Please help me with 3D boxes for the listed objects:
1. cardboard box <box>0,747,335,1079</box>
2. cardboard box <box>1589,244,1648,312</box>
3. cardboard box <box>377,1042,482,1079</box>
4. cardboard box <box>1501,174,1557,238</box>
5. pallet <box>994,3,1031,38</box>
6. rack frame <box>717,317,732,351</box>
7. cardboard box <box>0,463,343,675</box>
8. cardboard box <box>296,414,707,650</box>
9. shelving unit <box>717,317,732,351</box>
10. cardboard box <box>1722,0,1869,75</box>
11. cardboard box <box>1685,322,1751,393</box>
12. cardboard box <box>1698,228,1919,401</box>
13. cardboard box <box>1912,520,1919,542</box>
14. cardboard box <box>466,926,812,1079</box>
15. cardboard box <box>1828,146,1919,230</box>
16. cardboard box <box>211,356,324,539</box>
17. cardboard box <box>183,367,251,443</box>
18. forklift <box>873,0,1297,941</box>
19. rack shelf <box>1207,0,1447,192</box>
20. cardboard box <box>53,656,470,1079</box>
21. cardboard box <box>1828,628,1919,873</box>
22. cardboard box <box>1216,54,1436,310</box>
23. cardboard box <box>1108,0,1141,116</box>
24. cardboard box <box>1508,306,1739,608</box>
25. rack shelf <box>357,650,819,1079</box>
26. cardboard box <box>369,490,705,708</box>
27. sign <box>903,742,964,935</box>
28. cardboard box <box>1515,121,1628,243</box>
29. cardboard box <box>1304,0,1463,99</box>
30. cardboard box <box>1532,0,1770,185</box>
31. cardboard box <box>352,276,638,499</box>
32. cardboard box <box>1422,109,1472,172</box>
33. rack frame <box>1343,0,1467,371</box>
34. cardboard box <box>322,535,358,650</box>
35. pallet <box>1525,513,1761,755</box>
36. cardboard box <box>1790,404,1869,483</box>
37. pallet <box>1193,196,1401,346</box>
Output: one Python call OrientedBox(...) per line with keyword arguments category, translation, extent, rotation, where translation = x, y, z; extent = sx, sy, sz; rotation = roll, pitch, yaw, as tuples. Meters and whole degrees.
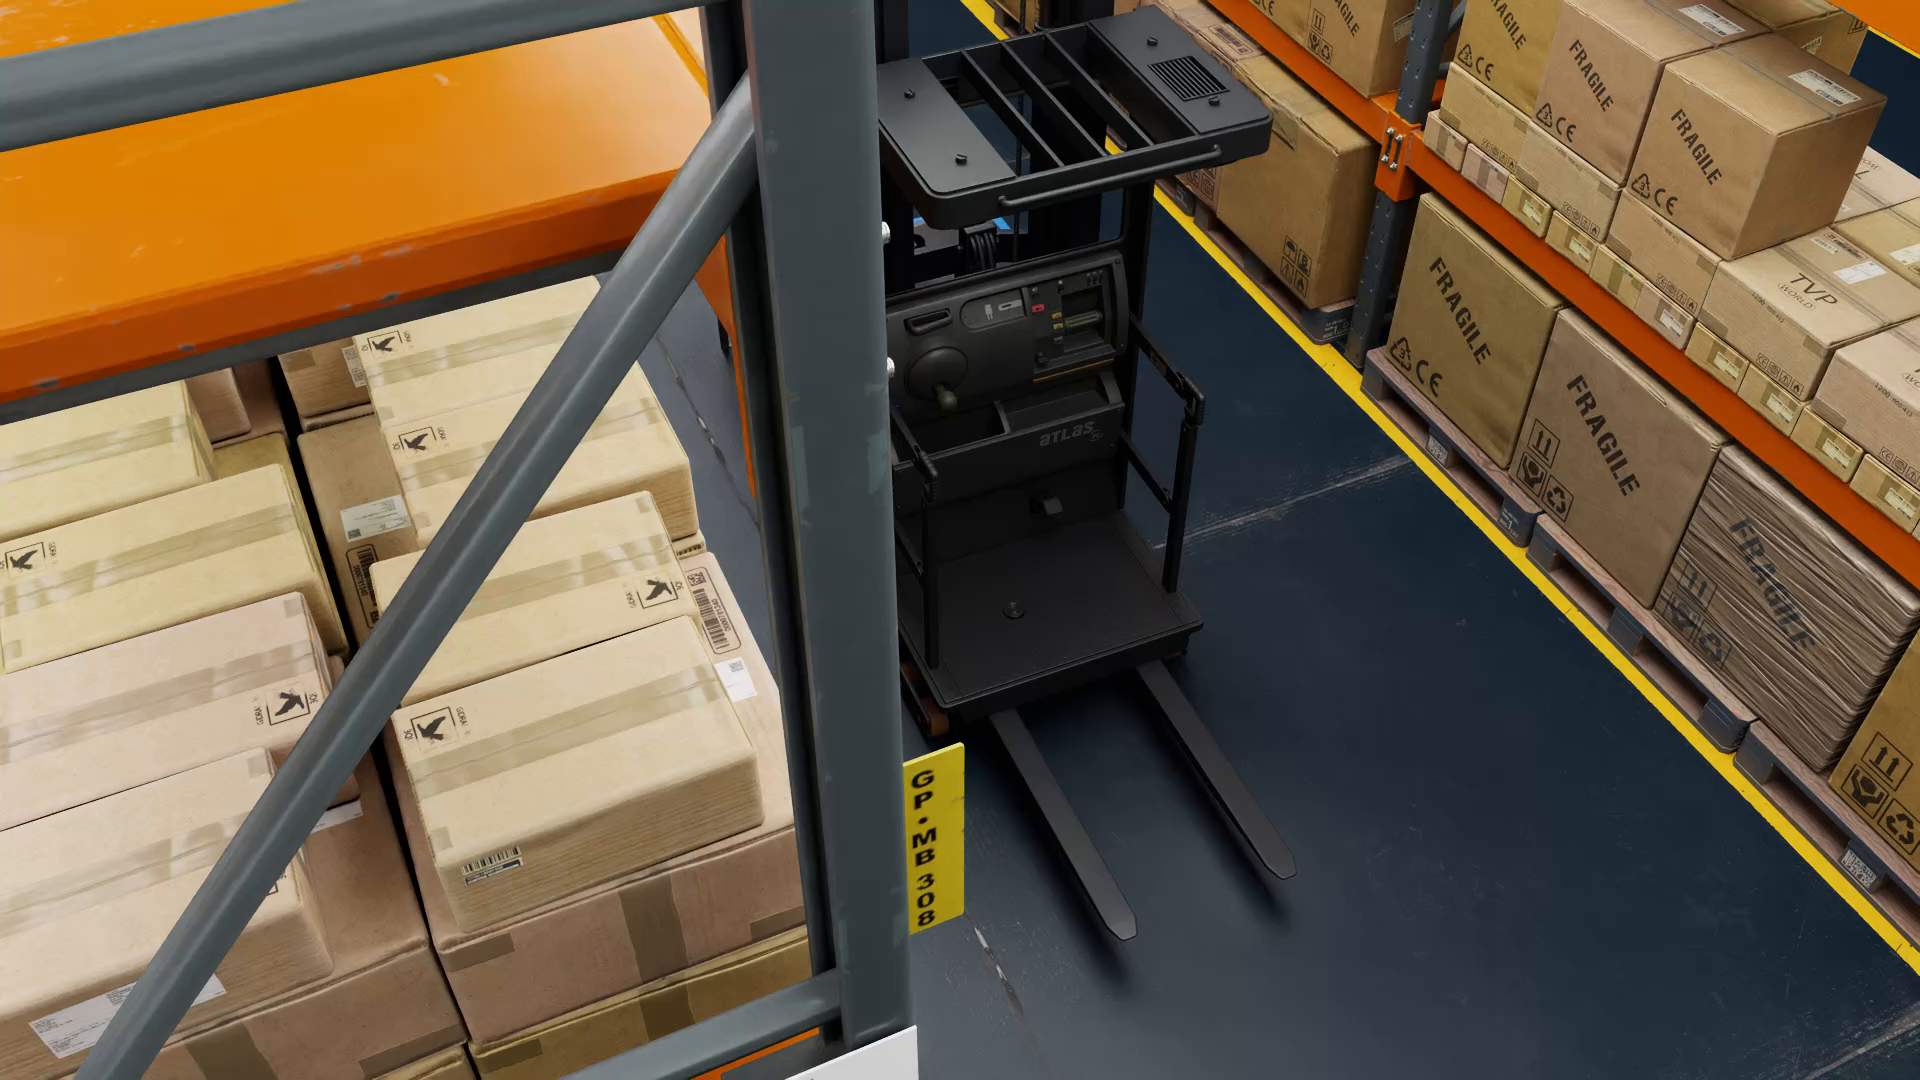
OrientedBox(category="cardboard box", translation=(-0.940, 0.427, 1.882), extent=(0.380, 0.149, 0.250), rotation=(-18, 48, -18))
OrientedBox(category="cardboard box", translation=(2.591, -1.022, 6.198), extent=(0.380, 0.149, 0.250), rotation=(-19, 48, -18))
OrientedBox(category="cardboard box", translation=(-0.965, 0.660, 2.285), extent=(0.500, 0.250, 0.500), rotation=(-19, 48, -18))
OrientedBox(category="cardboard box", translation=(2.371, -1.352, 6.532), extent=(0.380, 0.149, 0.250), rotation=(-17, 47, -16))
OrientedBox(category="pallet", translation=(0.908, -3.095, 10.105), extent=(1.003, 0.211, 1.213), rotation=(-18, 47, -17))
OrientedBox(category="rack frame", translation=(-0.987, -1.536, 7.608), extent=(0.400, 1.500, 0.023), rotation=(-26, 50, -24))
OrientedBox(category="cardboard box", translation=(-1.064, 0.078, 2.236), extent=(0.380, 0.149, 0.250), rotation=(-19, 48, -19))
OrientedBox(category="cardboard box", translation=(-0.703, 0.005, 2.593), extent=(0.500, 0.250, 0.500), rotation=(-19, 48, -18))
OrientedBox(category="shelving unit", translation=(-0.780, -1.324, 7.393), extent=(0.431, 1.500, 0.755), rotation=(-26, 50, -24))
OrientedBox(category="cardboard box", translation=(2.970, -1.848, 6.217), extent=(0.500, 0.500, 0.500), rotation=(-18, 47, -17))
OrientedBox(category="cardboard box", translation=(2.806, -0.694, 5.865), extent=(0.380, 0.149, 0.250), rotation=(-19, 48, -19))
OrientedBox(category="cardboard box", translation=(2.914, -0.775, 5.664), extent=(0.500, 0.250, 0.500), rotation=(-18, 47, -17))
OrientedBox(category="cardboard box", translation=(3.240, -0.040, 5.202), extent=(0.380, 0.149, 0.250), rotation=(-17, 47, -17))
OrientedBox(category="cardboard box", translation=(-0.491, 0.510, 2.437), extent=(0.500, 0.250, 0.500), rotation=(-16, 47, -16))
OrientedBox(category="cardboard box", translation=(3.185, -1.257, 6.153), extent=(0.500, 0.250, 0.500), rotation=(-17, 47, -17))
OrientedBox(category="cardboard box", translation=(-1.388, -0.177, 2.778), extent=(0.500, 0.250, 0.500), rotation=(-17, 47, -17))
OrientedBox(category="cardboard box", translation=(-1.325, -0.238, 2.556), extent=(0.380, 0.149, 0.250), rotation=(-19, 48, -18))
OrientedBox(category="forklift", translation=(0.247, -0.636, 5.677), extent=(1.130, 2.935, 3.031), rotation=(-17, 47, -16))
OrientedBox(category="rack shelf", translation=(1.486, -3.082, 8.618), extent=(1.077, 0.370, 4.000), rotation=(-18, 47, -17))
OrientedBox(category="cardboard box", translation=(-0.959, 0.476, 2.116), extent=(0.500, 0.250, 0.500), rotation=(-19, 48, -19))
OrientedBox(category="cardboard box", translation=(3.667, 0.709, 5.479), extent=(0.875, 0.875, 0.875), rotation=(-18, 47, -17))
OrientedBox(category="cardboard box", translation=(2.040, -1.858, 8.080), extent=(1.225, 0.875, 0.875), rotation=(-18, 47, -17))
OrientedBox(category="cardboard box", translation=(1.284, -2.989, 9.226), extent=(1.225, 0.875, 0.875), rotation=(-18, 47, -17))
OrientedBox(category="cardboard box", translation=(2.910, -0.439, 6.641), extent=(0.875, 0.875, 0.875), rotation=(-18, 47, -17))
OrientedBox(category="rack shelf", translation=(-1.375, -0.200, 3.562), extent=(1.077, 0.370, 4.000), rotation=(-18, 47, -17))
OrientedBox(category="cardboard box", translation=(-0.555, 0.111, 2.202), extent=(0.380, 0.149, 0.250), rotation=(-16, 47, -16))
OrientedBox(category="sign", translation=(-0.042, 0.347, 1.873), extent=(0.100, 0.325, 0.005), rotation=(-18, 47, -17))
OrientedBox(category="cardboard box", translation=(2.491, -1.420, 6.318), extent=(0.500, 0.250, 0.500), rotation=(-18, 47, -18))
OrientedBox(category="cardboard box", translation=(1.882, -2.316, 7.259), extent=(0.500, 0.500, 0.500), rotation=(-18, 47, -17))
OrientedBox(category="cardboard box", translation=(2.496, -1.686, 6.053), extent=(0.500, 0.500, 0.500), rotation=(-18, 47, -17))
OrientedBox(category="cardboard box", translation=(-0.704, -0.239, 2.557), extent=(0.380, 0.149, 0.250), rotation=(-17, 47, -17))
OrientedBox(category="cardboard box", translation=(2.149, -1.687, 6.872), extent=(0.380, 0.149, 0.250), rotation=(-18, 47, -17))
OrientedBox(category="rack frame", translation=(2.327, -2.063, 7.074), extent=(1.000, 3.000, 0.127), rotation=(-18, 47, -17))
OrientedBox(category="cardboard box", translation=(-1.383, 0.017, 2.937), extent=(0.500, 0.250, 0.500), rotation=(-16, 47, -16))
OrientedBox(category="pallet", translation=(3.092, 0.216, 6.750), extent=(1.003, 0.211, 1.213), rotation=(-18, 47, -17))
OrientedBox(category="cardboard box", translation=(3.020, -0.370, 5.537), extent=(0.380, 0.149, 0.250), rotation=(-18, 47, -17))
OrientedBox(category="pallet", translation=(1.934, -1.540, 8.529), extent=(1.003, 0.211, 1.213), rotation=(-18, 47, -17))
